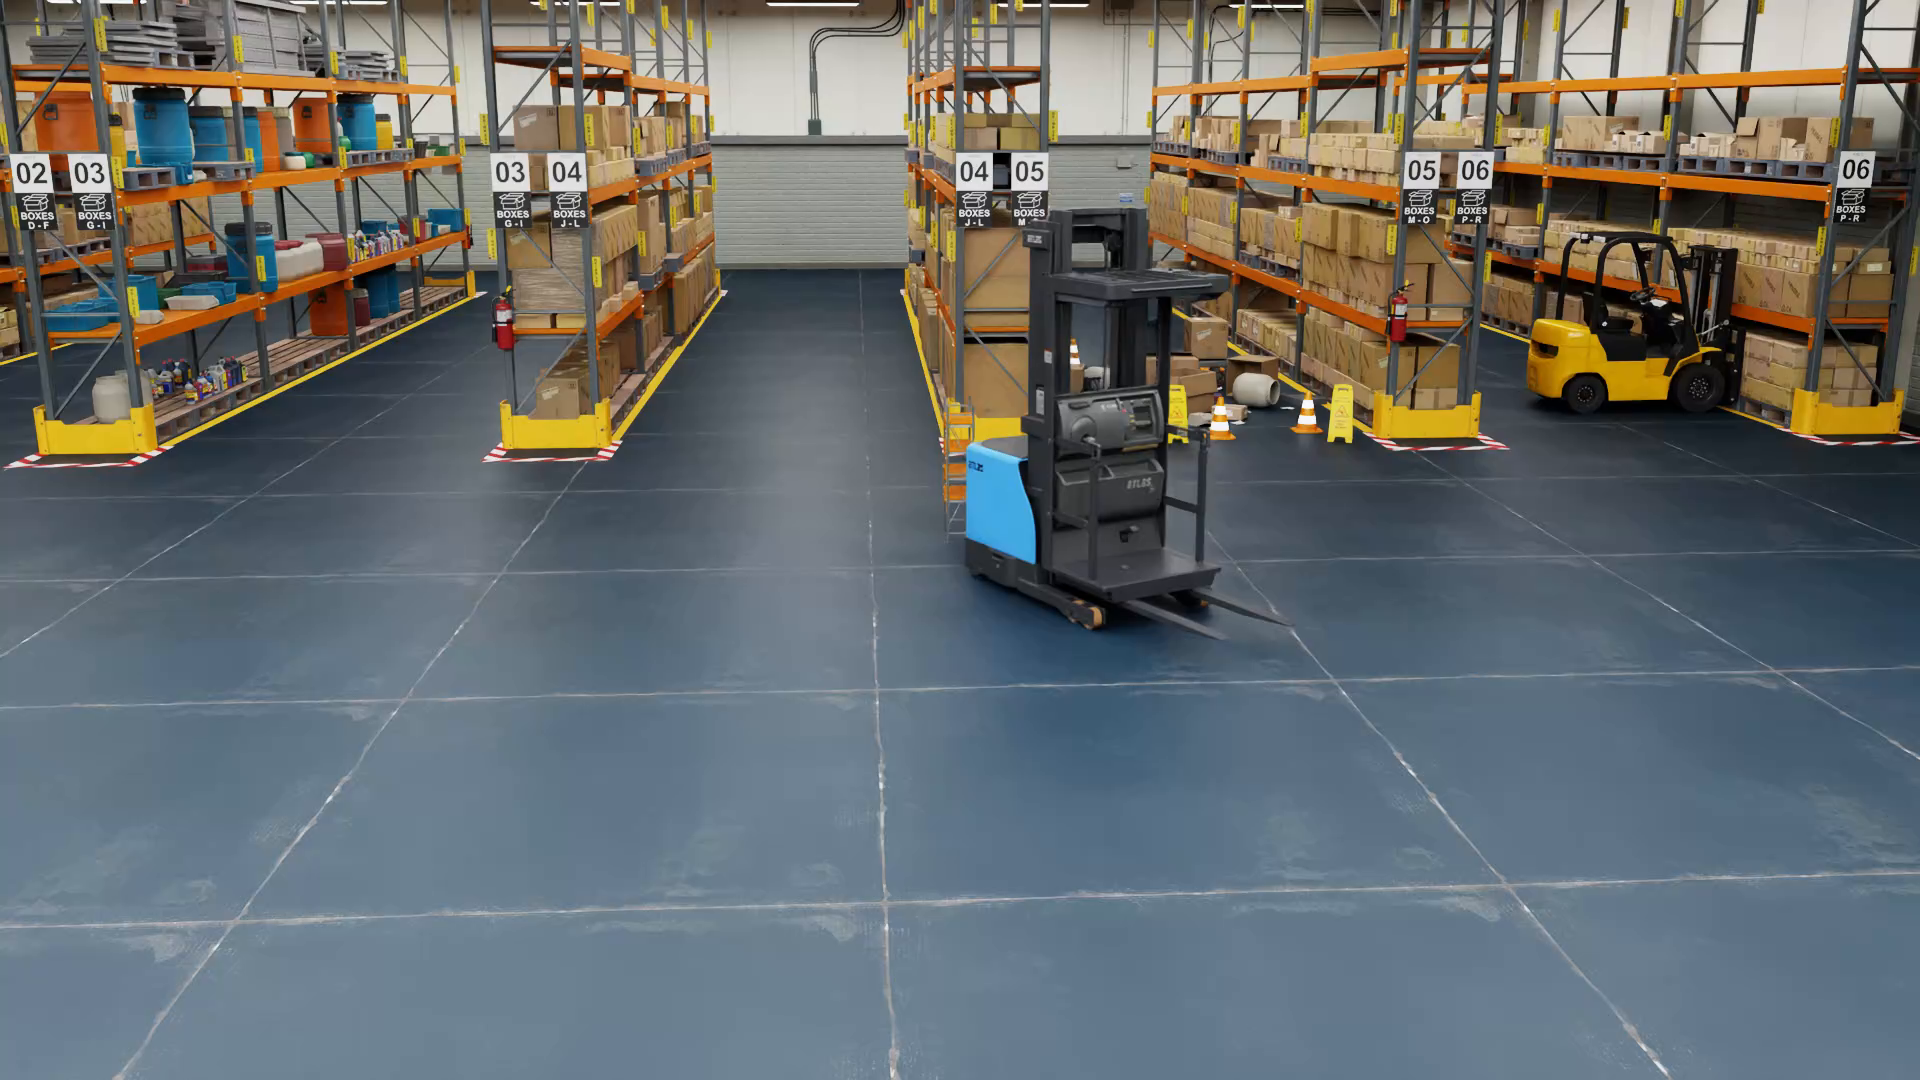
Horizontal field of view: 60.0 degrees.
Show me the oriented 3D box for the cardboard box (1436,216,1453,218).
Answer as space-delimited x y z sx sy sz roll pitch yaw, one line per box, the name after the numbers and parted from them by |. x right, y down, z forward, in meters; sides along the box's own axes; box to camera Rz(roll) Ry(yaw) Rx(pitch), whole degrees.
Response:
9.275 -6.029 31.644 0.500 0.250 0.500 -1 14 -3 | cardboard box

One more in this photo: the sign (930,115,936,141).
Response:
-0.338 -5.386 21.753 0.100 0.325 0.005 -1 14 -3 | sign

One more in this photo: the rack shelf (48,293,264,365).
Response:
-9.573 -2.568 19.931 1.077 0.370 4.000 -1 14 -3 | rack shelf

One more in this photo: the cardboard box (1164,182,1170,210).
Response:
4.250 -6.656 32.169 0.500 0.500 0.500 -1 14 -3 | cardboard box

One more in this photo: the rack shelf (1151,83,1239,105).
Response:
4.518 -8.494 31.725 1.077 0.370 4.000 -1 14 -3 | rack shelf

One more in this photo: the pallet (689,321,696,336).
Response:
-5.048 -3.635 28.229 1.003 0.211 1.213 -1 14 -3 | pallet

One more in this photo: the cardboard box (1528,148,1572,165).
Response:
9.569 -6.220 26.961 0.500 0.250 0.500 -1 14 -5 | cardboard box

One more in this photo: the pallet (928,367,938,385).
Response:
0.080 -2.382 23.361 1.003 0.211 1.213 -1 14 -3 | pallet

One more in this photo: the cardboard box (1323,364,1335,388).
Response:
4.984 -2.100 21.343 0.500 0.250 0.500 -1 14 -4 | cardboard box

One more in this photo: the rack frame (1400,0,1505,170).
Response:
5.385 -5.554 18.053 1.000 3.000 0.127 -1 14 -3 | rack frame

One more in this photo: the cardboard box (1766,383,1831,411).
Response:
9.995 -1.710 19.827 0.500 0.250 0.500 -1 14 -3 | cardboard box

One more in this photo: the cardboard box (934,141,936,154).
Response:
-0.093 -5.477 23.032 0.500 0.250 0.500 -1 14 -4 | cardboard box

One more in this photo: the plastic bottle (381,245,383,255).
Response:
-9.734 -4.878 27.866 0.097 0.201 0.097 0 14 0 | plastic bottle

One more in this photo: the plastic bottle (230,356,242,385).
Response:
-9.369 -2.188 21.445 0.144 0.351 0.185 -1 14 -5 | plastic bottle

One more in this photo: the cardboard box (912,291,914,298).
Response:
-0.721 -4.704 31.667 0.380 0.149 0.250 -1 14 -4 | cardboard box

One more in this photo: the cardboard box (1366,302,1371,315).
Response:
5.028 -2.742 19.668 0.380 0.149 0.250 -1 14 -4 | cardboard box

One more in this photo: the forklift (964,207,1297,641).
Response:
1.233 -0.905 12.161 1.130 2.935 3.031 -9 17 -30 | forklift

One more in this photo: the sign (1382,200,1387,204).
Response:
8.806 -7.116 34.427 0.100 0.325 0.005 -1 14 -3 | sign

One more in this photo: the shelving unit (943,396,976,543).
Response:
-0.010 -0.622 14.537 0.258 1.200 0.503 -1 14 -3 | shelving unit

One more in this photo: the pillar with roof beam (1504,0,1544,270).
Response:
6.155 -8.736 30.422 9.100 9.000 0.400 -1 14 -3 | pillar with roof beam

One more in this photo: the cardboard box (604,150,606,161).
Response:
-4.430 -4.591 19.831 0.380 0.149 0.250 -1 14 -5 | cardboard box

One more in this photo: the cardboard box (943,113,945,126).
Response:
-0.003 -4.974 19.679 0.380 0.149 0.250 -1 14 -3 | cardboard box

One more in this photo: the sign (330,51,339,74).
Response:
-9.396 -7.168 24.974 0.100 0.325 0.005 -1 14 -3 | sign

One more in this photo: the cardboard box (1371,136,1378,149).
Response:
5.086 -4.698 19.650 0.380 0.149 0.250 -1 14 -3 | cardboard box

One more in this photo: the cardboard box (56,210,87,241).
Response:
-15.225 -5.288 28.017 0.700 0.500 0.500 1 14 5 | cardboard box

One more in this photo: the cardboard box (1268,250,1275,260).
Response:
4.776 -4.233 24.622 0.380 0.149 0.250 0 14 -2 | cardboard box

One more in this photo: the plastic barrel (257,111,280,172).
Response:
-10.070 -5.699 23.775 0.600 0.830 0.708 -1 14 -3 | plastic barrel

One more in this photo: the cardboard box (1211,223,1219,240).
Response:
4.518 -5.179 27.931 0.500 0.250 0.500 -1 14 -5 | cardboard box

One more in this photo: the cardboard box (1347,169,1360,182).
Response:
4.944 -4.445 20.268 0.380 0.149 0.250 -1 14 -4 | cardboard box

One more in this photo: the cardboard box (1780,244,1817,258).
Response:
10.017 -3.444 19.793 0.380 0.149 0.250 -1 14 -2 | cardboard box

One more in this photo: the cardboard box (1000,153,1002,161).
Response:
0.672 -4.534 19.569 0.380 0.149 0.250 -1 14 -4 | cardboard box

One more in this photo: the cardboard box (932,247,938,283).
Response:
-0.127 -3.841 23.236 0.500 0.500 0.500 -1 14 -4 | cardboard box

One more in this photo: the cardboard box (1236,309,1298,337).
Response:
4.915 -3.428 26.261 0.950 0.372 0.625 -2 15 -7 | cardboard box

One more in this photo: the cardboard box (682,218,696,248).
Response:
-4.948 -5.416 29.357 0.500 0.500 0.500 -1 14 -3 | cardboard box

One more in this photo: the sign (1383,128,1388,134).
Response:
5.679 -5.357 22.268 0.100 0.325 0.005 -1 14 -3 | sign

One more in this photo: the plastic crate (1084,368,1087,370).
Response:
1.521 -2.185 22.526 0.450 0.188 0.662 -4 11 28 | plastic crate

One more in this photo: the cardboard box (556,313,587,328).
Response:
-4.285 -2.448 18.527 0.380 0.149 0.250 -1 14 -3 | cardboard box

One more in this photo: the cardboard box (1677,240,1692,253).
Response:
9.866 -3.936 22.301 0.380 0.149 0.250 -1 14 -2 | cardboard box

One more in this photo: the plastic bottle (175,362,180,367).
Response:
-10.067 -2.142 21.414 0.152 0.276 0.135 0 14 -1 | plastic bottle

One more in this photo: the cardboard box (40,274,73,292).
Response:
-15.288 -4.321 27.928 0.500 0.250 0.500 -1 14 -3 | cardboard box

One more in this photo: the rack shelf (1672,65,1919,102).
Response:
10.215 -5.587 20.427 1.077 0.370 4.000 -1 14 -3 | rack shelf

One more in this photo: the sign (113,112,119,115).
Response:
-14.583 -7.231 28.764 0.100 0.325 0.005 -1 14 -3 | sign

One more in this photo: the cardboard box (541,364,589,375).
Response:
-4.599 -1.792 19.645 0.500 0.500 0.500 3 15 11 | cardboard box

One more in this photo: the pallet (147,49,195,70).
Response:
-9.540 -5.525 19.123 1.003 0.211 1.213 -1 14 -3 | pallet

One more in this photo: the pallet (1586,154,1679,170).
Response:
10.047 -5.631 24.753 1.003 0.211 1.213 0 14 -1 | pallet

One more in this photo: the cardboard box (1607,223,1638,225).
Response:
10.233 -4.812 25.706 0.380 0.149 0.250 -1 14 -5 | cardboard box

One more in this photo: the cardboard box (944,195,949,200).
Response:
-0.077 -6.324 30.281 0.500 0.500 0.500 -1 14 -2 | cardboard box

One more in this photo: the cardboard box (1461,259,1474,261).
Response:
9.413 -5.069 30.483 0.380 0.149 0.250 -1 14 -4 | cardboard box

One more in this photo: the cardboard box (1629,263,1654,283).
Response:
9.799 -3.770 23.458 0.500 0.250 0.500 -1 14 -2 | cardboard box

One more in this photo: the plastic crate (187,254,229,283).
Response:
-10.032 -3.561 22.217 0.402 0.464 0.583 -1 14 -3 | plastic crate

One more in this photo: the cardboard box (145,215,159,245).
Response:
-14.931 -5.635 30.205 0.500 0.500 0.500 -1 14 -2 | cardboard box

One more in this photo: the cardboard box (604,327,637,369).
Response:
-4.770 -2.646 22.923 0.700 0.500 0.500 -2 15 -8 | cardboard box

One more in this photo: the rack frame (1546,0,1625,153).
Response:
9.844 -7.621 26.087 1.000 3.000 0.127 -1 14 -3 | rack frame

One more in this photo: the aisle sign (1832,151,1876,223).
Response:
10.050 -3.964 18.697 0.394 0.787 0.004 -1 14 -3 | aisle sign
